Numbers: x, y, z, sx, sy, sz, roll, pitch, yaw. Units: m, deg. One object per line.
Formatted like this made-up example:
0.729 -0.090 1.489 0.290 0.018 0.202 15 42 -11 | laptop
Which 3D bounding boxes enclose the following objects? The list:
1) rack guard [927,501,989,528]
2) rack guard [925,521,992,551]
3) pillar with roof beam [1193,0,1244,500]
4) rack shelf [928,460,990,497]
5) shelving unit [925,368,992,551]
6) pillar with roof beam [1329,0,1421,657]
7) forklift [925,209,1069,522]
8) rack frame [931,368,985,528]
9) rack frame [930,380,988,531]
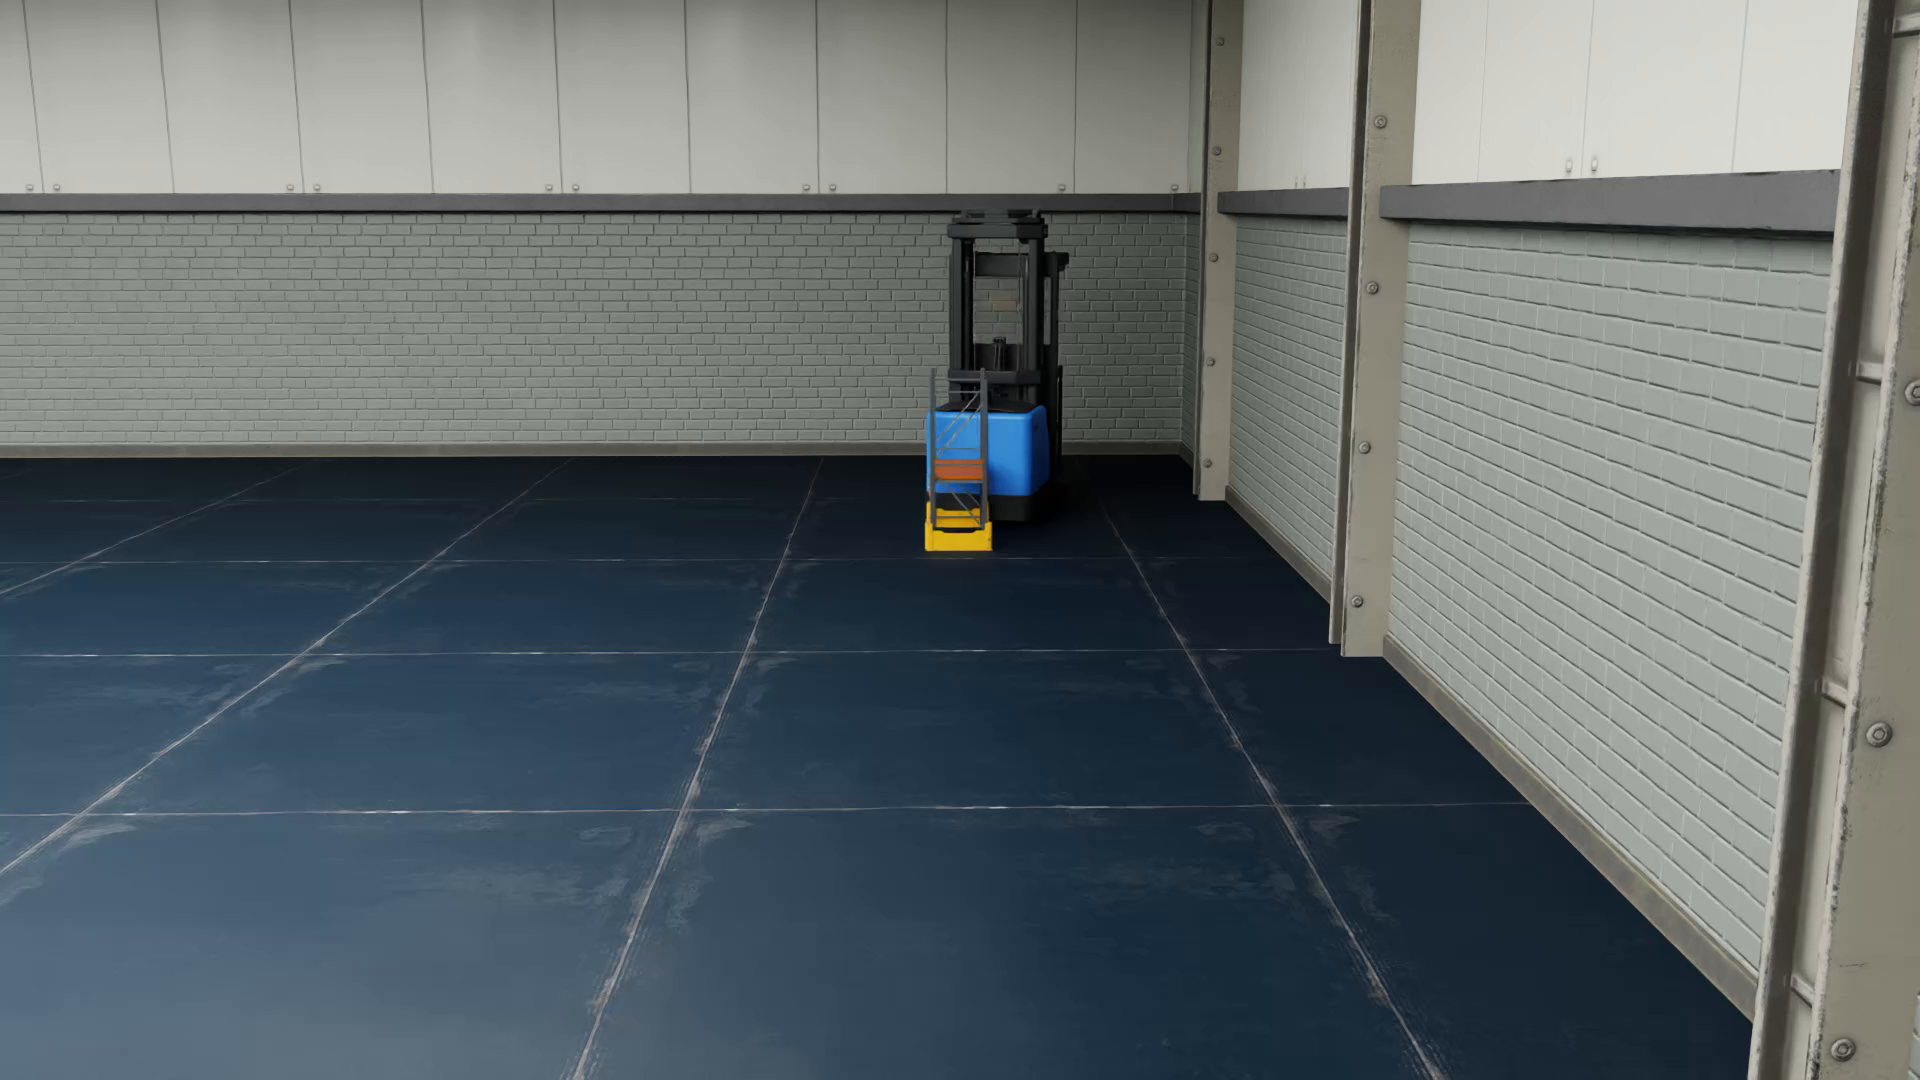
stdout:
-0.019 -0.230 15.566 0.587 0.250 0.087 0 11 0 | rack guard
-0.011 -0.032 14.590 0.587 0.250 0.087 0 11 0 | rack guard
-1.704 -4.840 16.284 9.100 9.000 0.400 0 11 -1 | pillar with roof beam
-0.015 -0.569 14.998 0.538 0.185 1.000 0 11 0 | rack shelf
-0.015 -0.744 14.953 0.587 1.500 1.083 0 11 0 | shelving unit
-1.580 -3.647 10.405 9.100 9.000 0.400 0 11 -1 | pillar with roof beam
0.488 -1.852 16.817 1.130 2.935 3.031 3 12 12 | forklift
-0.019 -0.847 15.460 0.500 1.500 0.032 0 11 0 | rack frame
-0.011 -0.645 14.464 0.500 1.500 0.032 0 11 0 | rack frame
